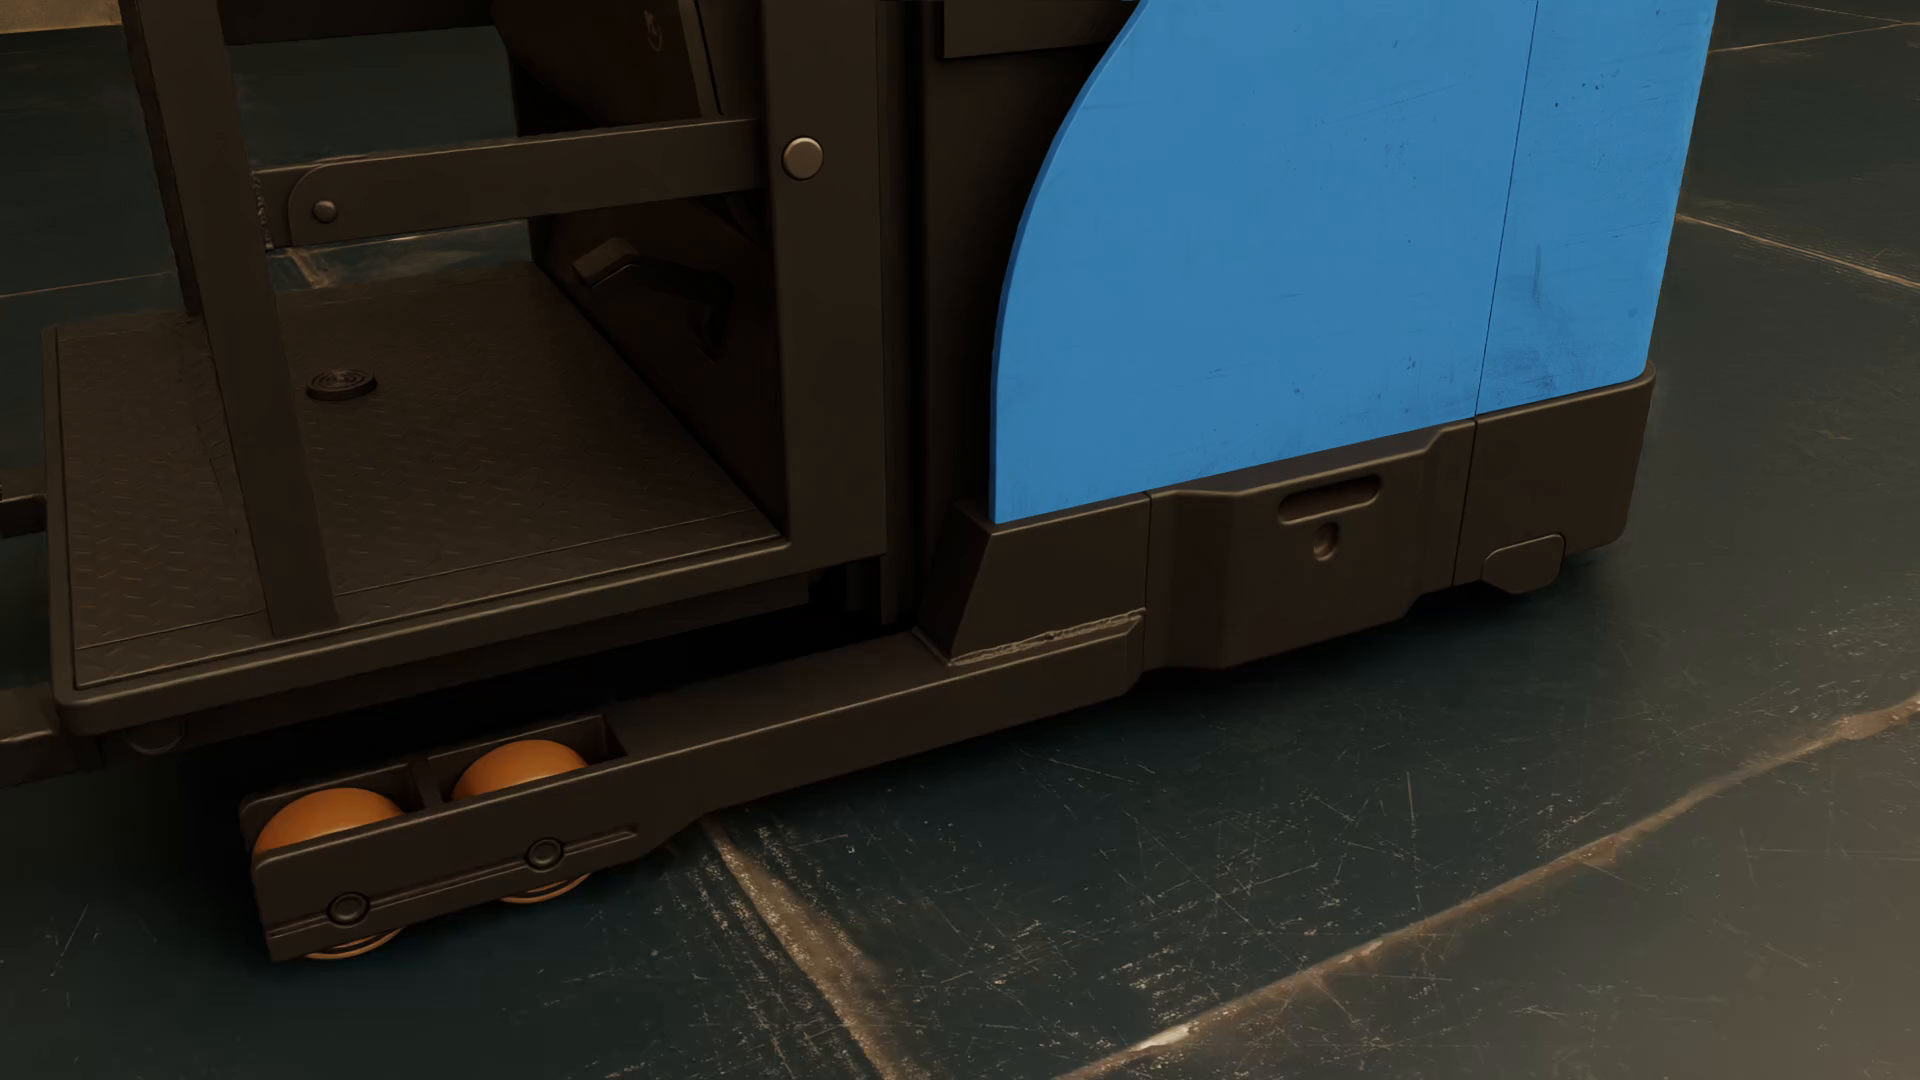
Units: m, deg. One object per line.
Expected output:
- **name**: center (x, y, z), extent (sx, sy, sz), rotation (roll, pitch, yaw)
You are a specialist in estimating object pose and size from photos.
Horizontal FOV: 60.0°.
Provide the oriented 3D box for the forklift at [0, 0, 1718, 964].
- **forklift**: center (-0.596, -1.160, 1.547), extent (3.031, 2.935, 1.130), rotation (-13, 30, -24)
